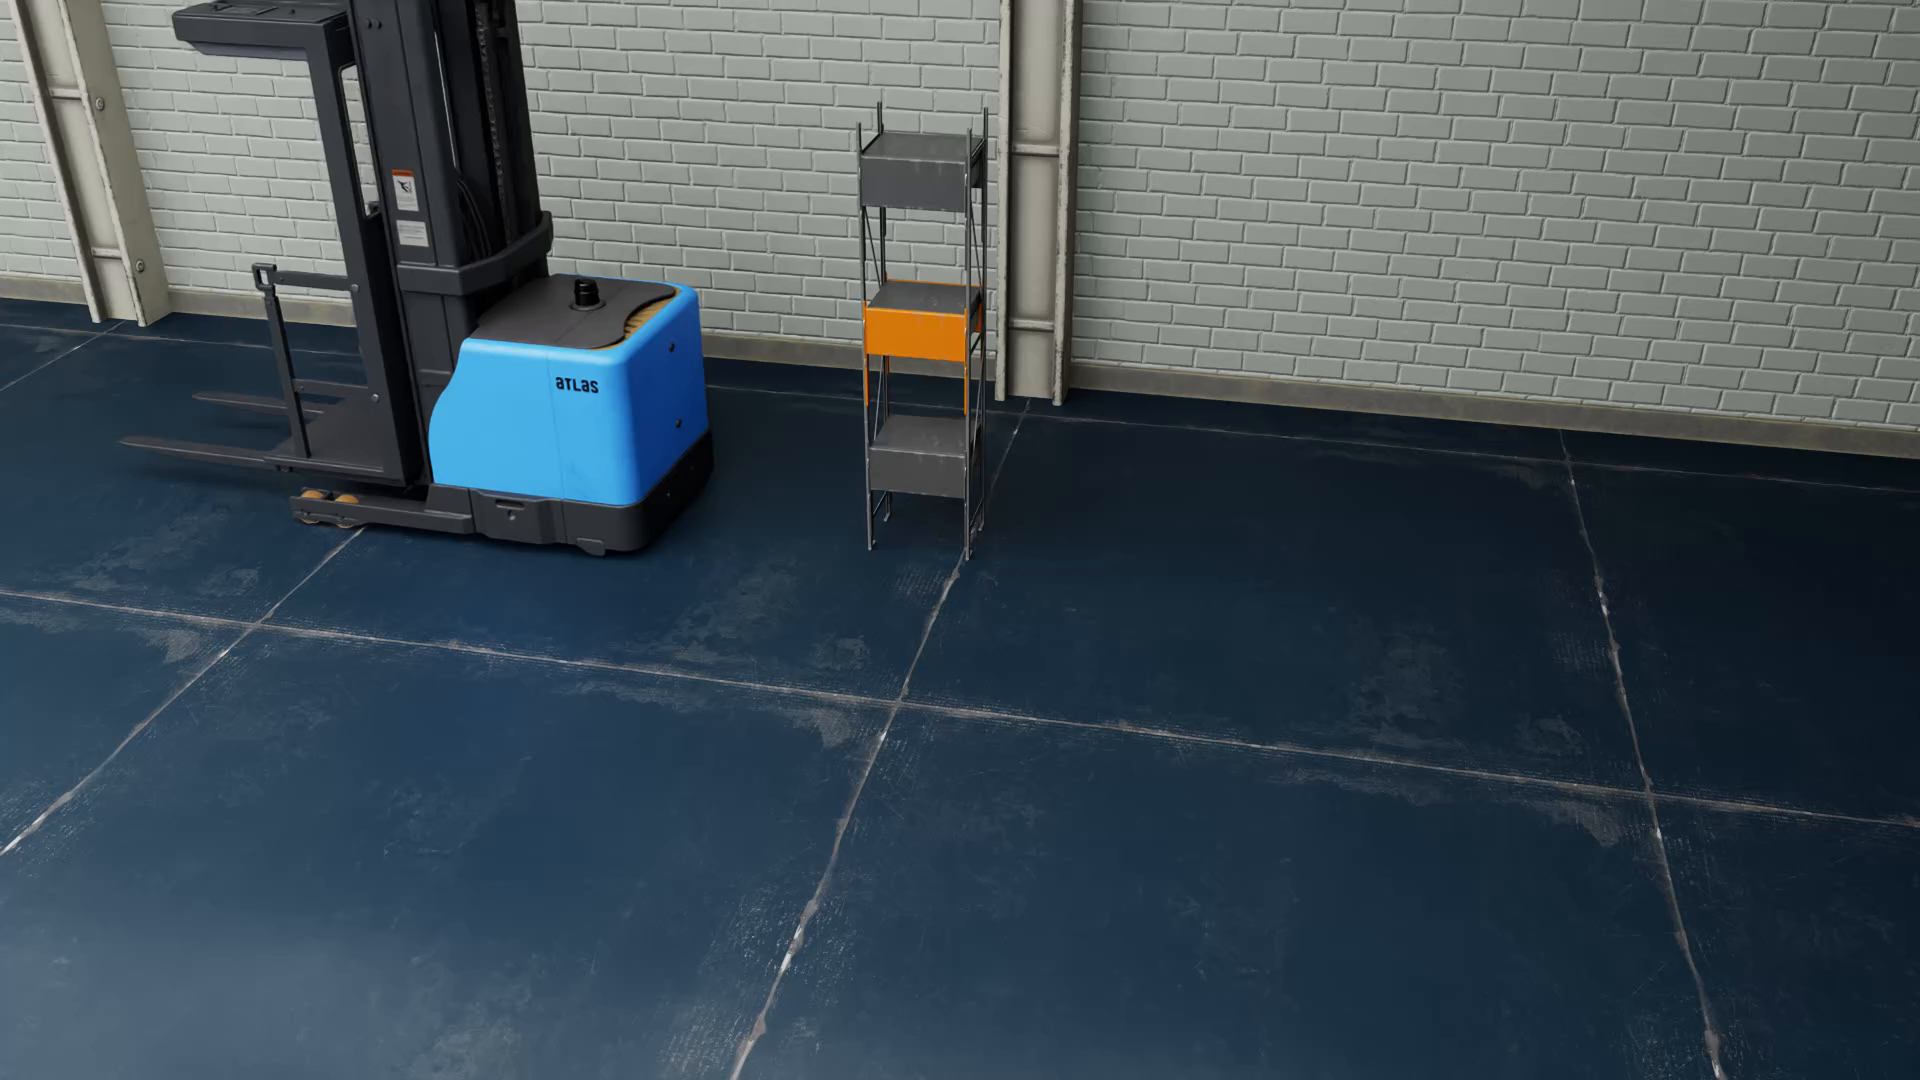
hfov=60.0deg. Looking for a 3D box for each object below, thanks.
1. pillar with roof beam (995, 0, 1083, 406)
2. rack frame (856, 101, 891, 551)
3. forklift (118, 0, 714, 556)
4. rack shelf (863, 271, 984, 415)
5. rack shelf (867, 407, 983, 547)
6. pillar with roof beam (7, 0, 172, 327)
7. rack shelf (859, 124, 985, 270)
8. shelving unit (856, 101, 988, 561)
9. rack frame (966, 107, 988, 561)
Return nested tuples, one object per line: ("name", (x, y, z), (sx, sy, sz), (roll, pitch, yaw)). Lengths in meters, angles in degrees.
("pillar with roof beam", (-0.468, -2.799, 3.991), (0.400, 9.000, 9.100), (6, 29, 11))
("rack frame", (-0.401, -0.962, 7.821), (0.015, 2.100, 0.400), (6, 29, 11))
("forklift", (-2.875, -1.581, 8.085), (3.031, 2.935, 1.130), (7, 29, 12))
("rack shelf", (-0.162, -0.926, 7.783), (0.480, 0.518, 0.431), (6, 29, 11))
("rack shelf", (-0.162, -0.312, 8.119), (0.480, 0.518, 0.431), (6, 29, 11))
("pillar with roof beam", (-6.336, -3.400, 5.090), (0.400, 9.000, 9.100), (6, 29, 11))
("rack shelf", (-0.162, -1.540, 7.447), (0.480, 0.518, 0.431), (6, 29, 11))
("shelving unit", (-0.162, -0.938, 7.776), (0.503, 2.100, 0.431), (6, 29, 11))
("rack frame", (0.077, -0.913, 7.731), (0.015, 2.100, 0.400), (6, 29, 11))
